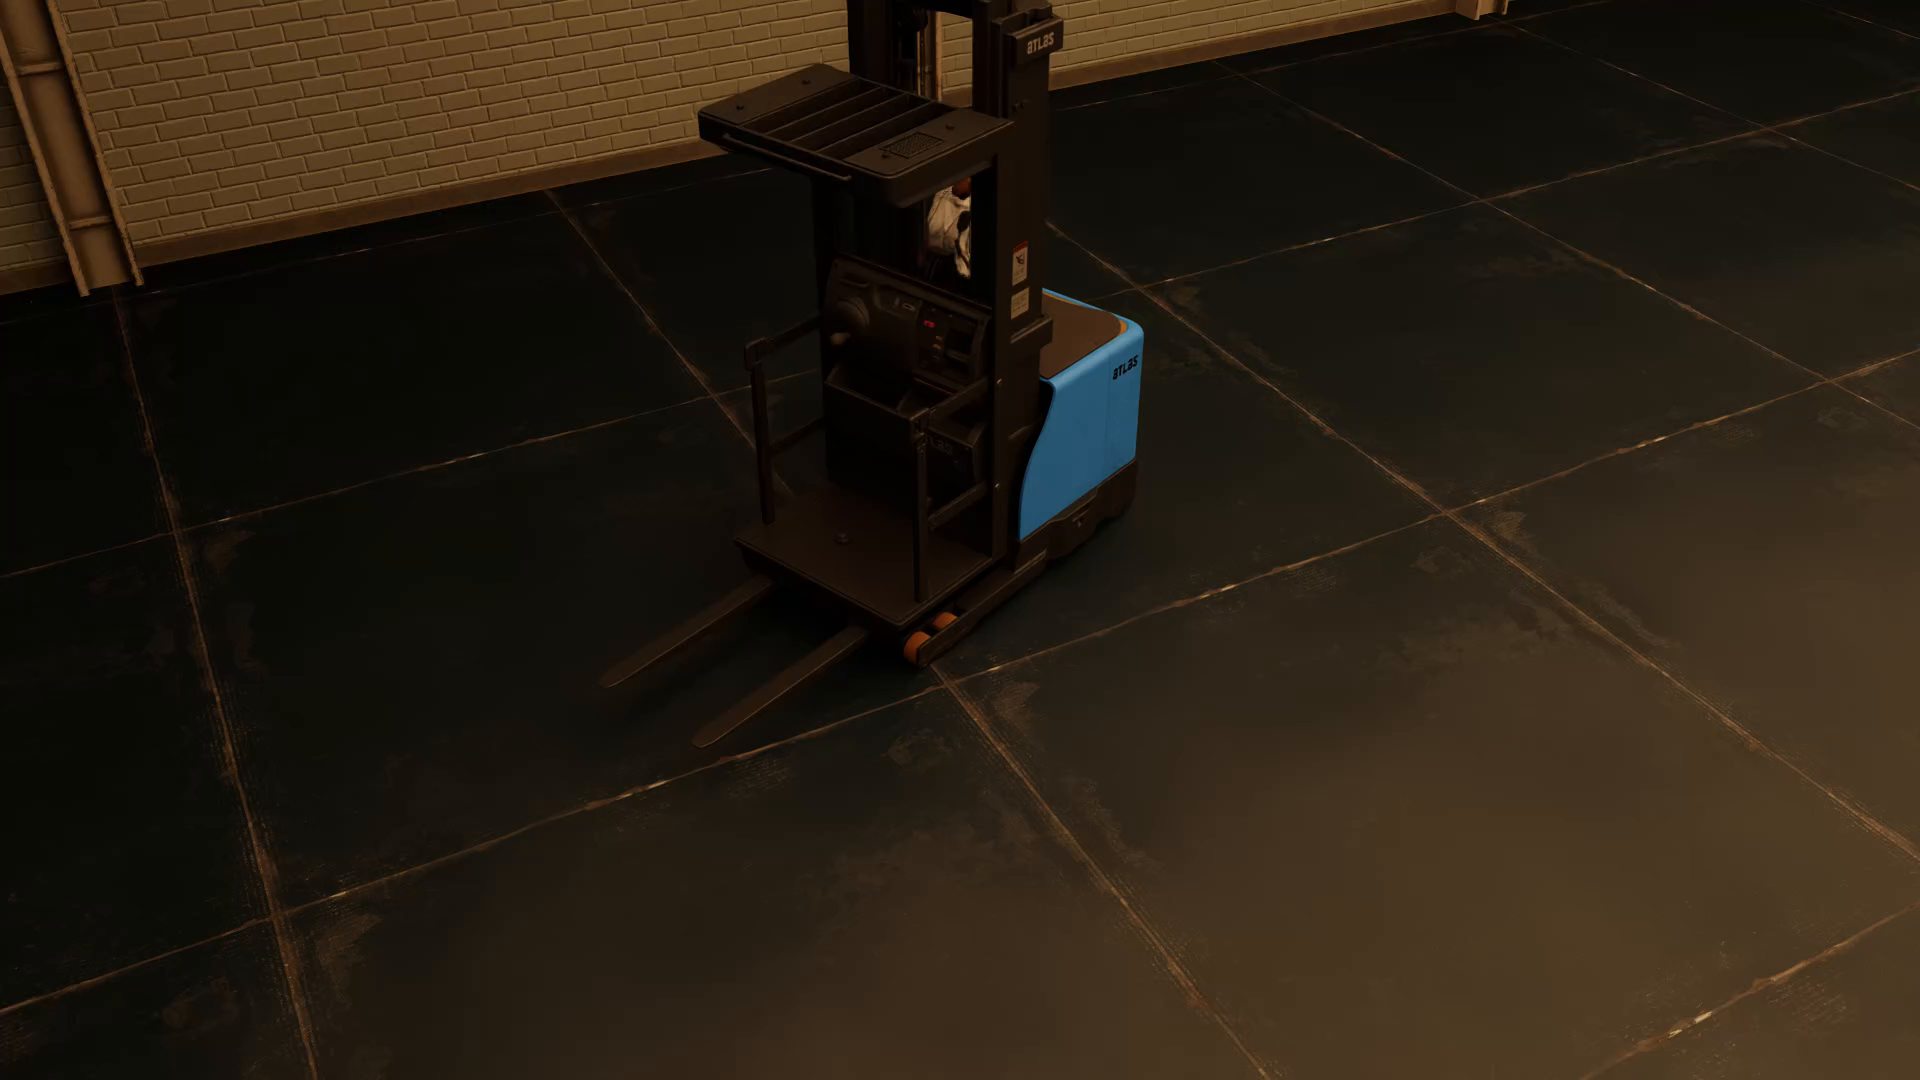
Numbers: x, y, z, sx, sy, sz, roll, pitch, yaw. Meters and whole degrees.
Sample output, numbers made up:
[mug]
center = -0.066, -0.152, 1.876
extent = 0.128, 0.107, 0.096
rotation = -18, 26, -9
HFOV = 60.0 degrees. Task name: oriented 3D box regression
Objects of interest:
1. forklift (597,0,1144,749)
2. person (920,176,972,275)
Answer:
[forklift]
center = -0.390, -0.927, 7.434
extent = 1.130, 2.935, 3.031
rotation = 26, 43, 31
[person]
center = -0.053, -1.345, 9.123
extent = 0.616, 1.680, 0.587
rotation = 26, 43, 31
